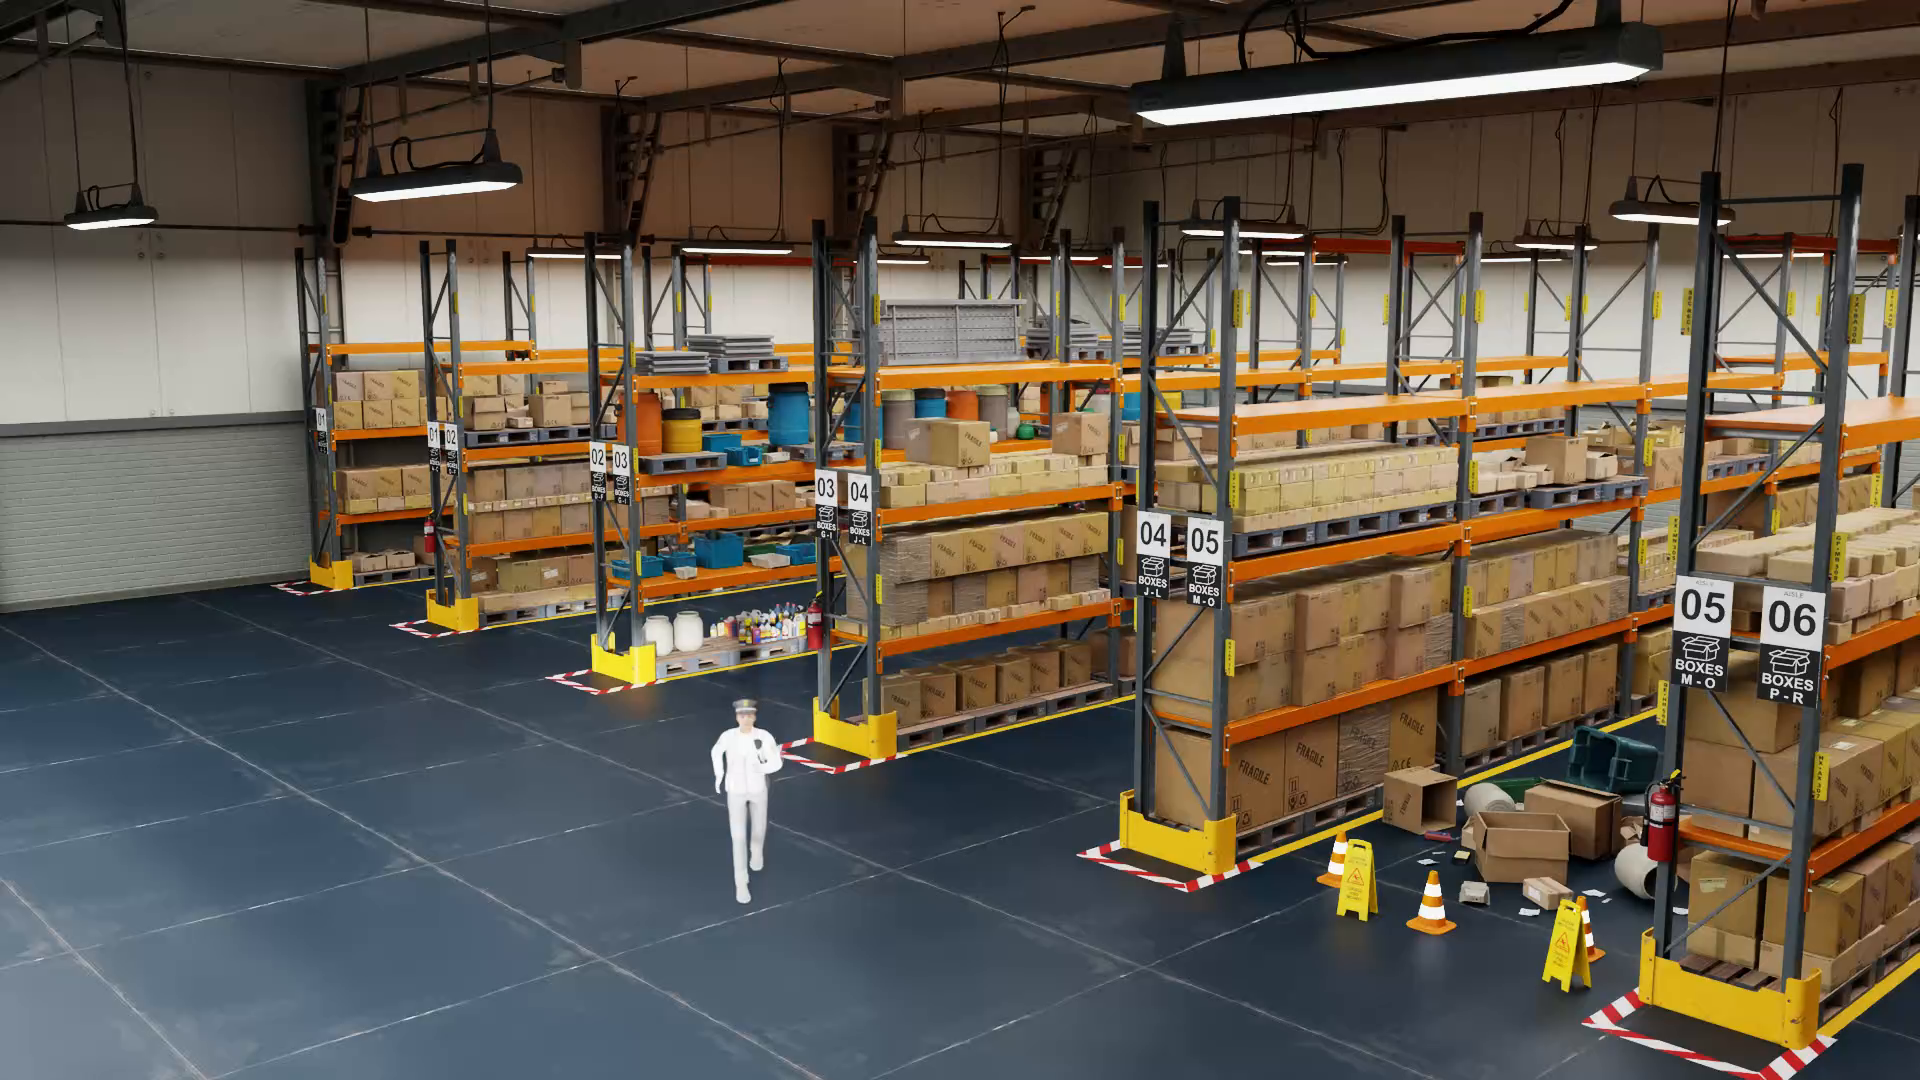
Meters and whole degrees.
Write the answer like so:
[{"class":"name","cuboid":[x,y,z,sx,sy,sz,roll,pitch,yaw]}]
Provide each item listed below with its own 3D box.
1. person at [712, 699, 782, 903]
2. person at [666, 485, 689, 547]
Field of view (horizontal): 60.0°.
[{"class":"person","cuboid":[-1.853,2.193,14.493,0.610,1.679,0.936,-1,8,-8]},{"class":"person","cuboid":[-5.174,-0.186,30.724,0.614,1.722,0.659,-8,12,-43]}]
